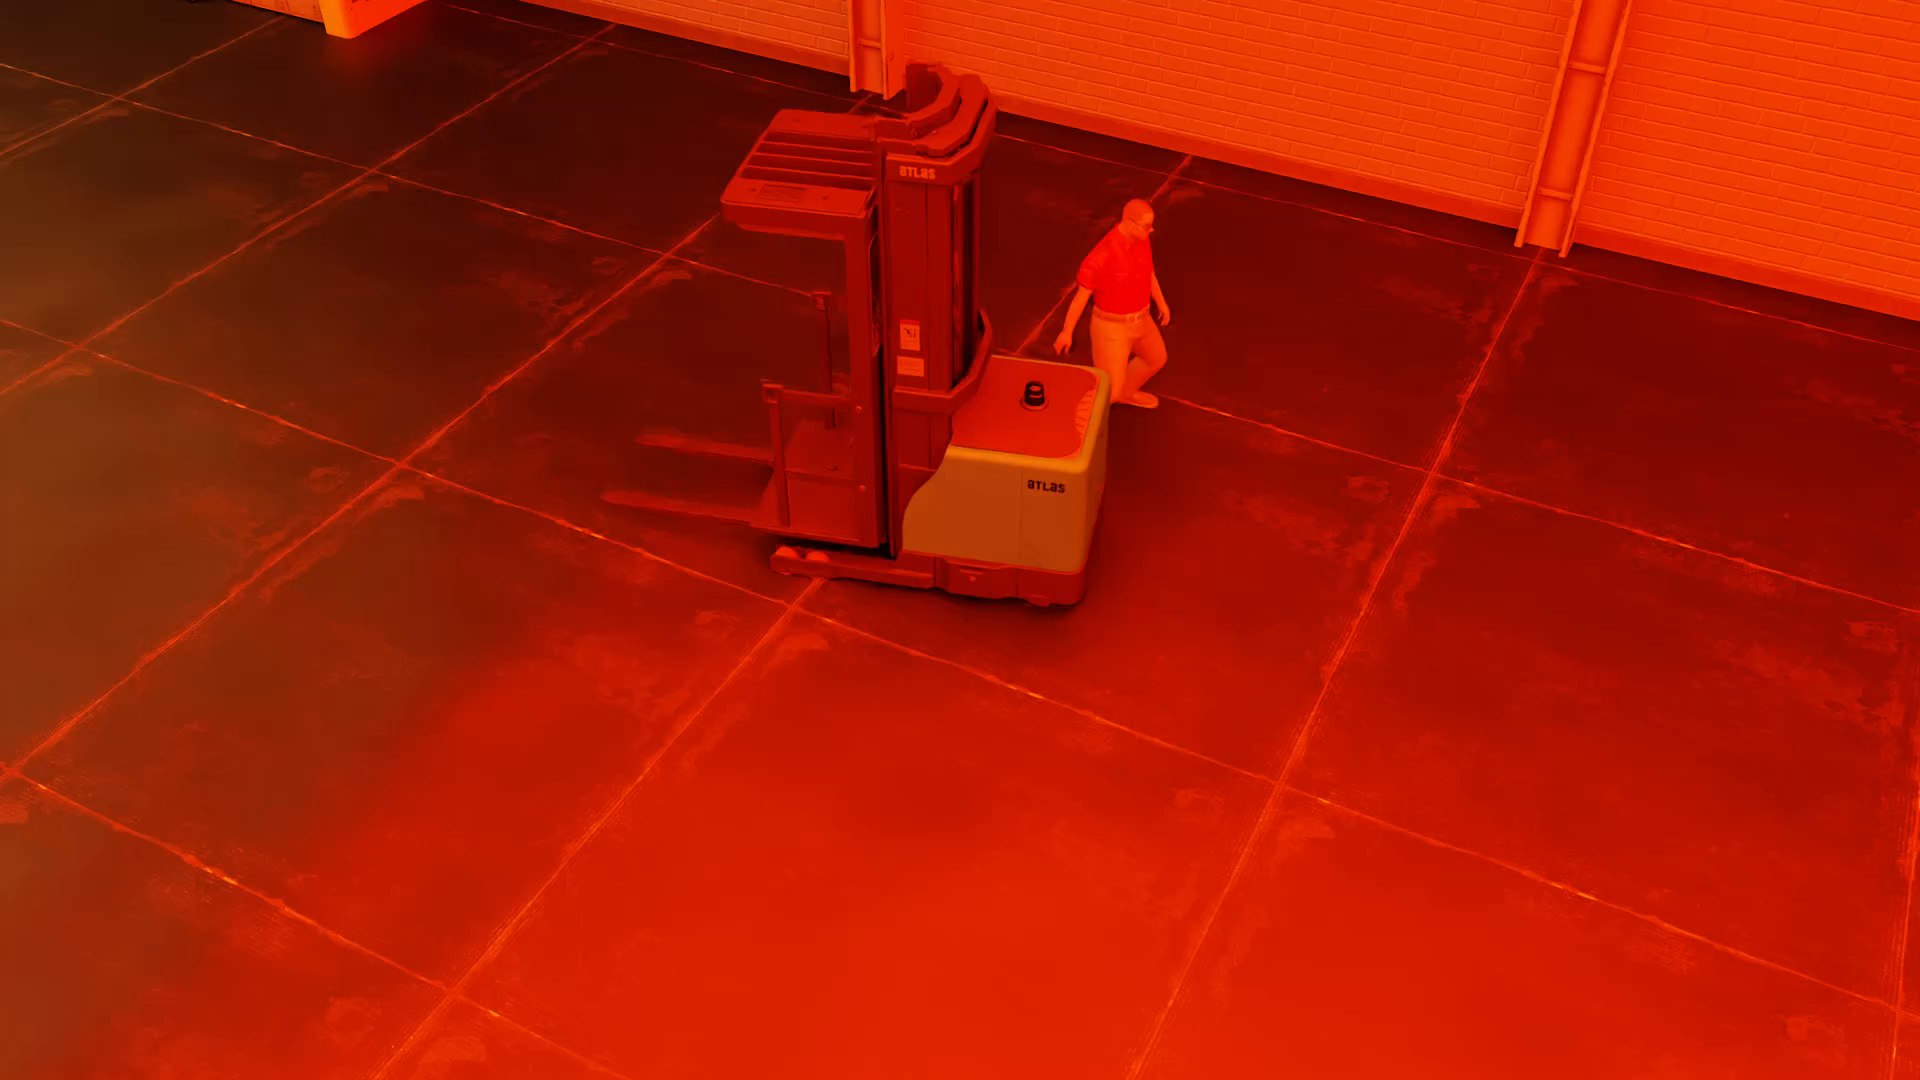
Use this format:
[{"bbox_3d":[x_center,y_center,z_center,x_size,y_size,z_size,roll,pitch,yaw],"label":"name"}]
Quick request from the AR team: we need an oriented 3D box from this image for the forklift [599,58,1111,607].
[{"bbox_3d":[-0.669,-1.210,9.423,3.031,2.935,1.130,8,41,9],"label":"forklift"}]

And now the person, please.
[{"bbox_3d":[0.999,-1.408,10.671,0.910,1.648,0.506,-31,49,-31],"label":"person"}]
